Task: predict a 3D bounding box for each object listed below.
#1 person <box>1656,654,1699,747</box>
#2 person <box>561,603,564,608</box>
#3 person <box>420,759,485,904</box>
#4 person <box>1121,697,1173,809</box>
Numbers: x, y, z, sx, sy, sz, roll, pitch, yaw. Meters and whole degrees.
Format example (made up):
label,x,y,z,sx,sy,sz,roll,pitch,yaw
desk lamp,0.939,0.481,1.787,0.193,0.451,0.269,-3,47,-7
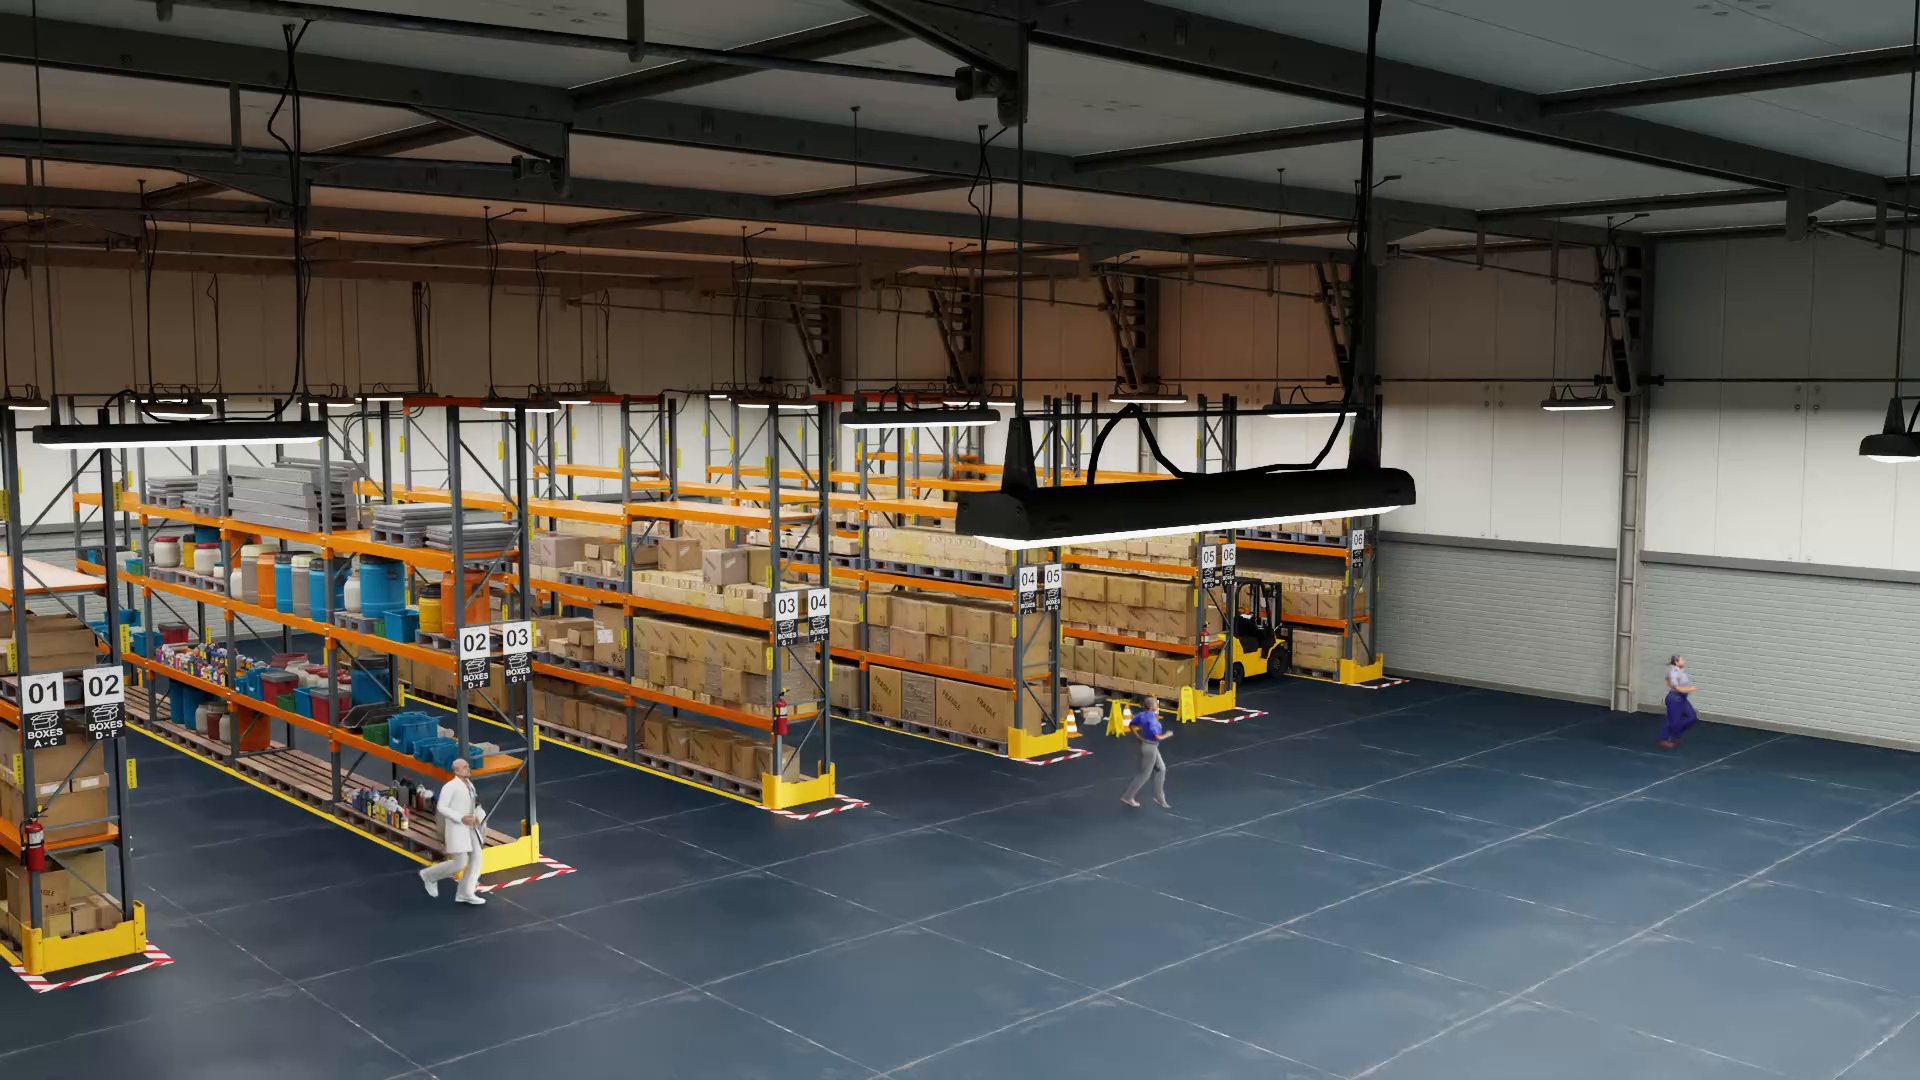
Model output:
label,x,y,z,sx,sy,sz,roll,pitch,yaw
person,12.319,2.763,28.510,0.652,1.632,0.582,4,7,34
person,-9.933,1.556,40.907,0.570,1.627,0.526,5,7,40
person,-6.115,3.522,20.198,0.793,1.752,0.729,1,6,13
person,2.749,3.146,24.428,0.772,1.716,0.546,0,6,-5
